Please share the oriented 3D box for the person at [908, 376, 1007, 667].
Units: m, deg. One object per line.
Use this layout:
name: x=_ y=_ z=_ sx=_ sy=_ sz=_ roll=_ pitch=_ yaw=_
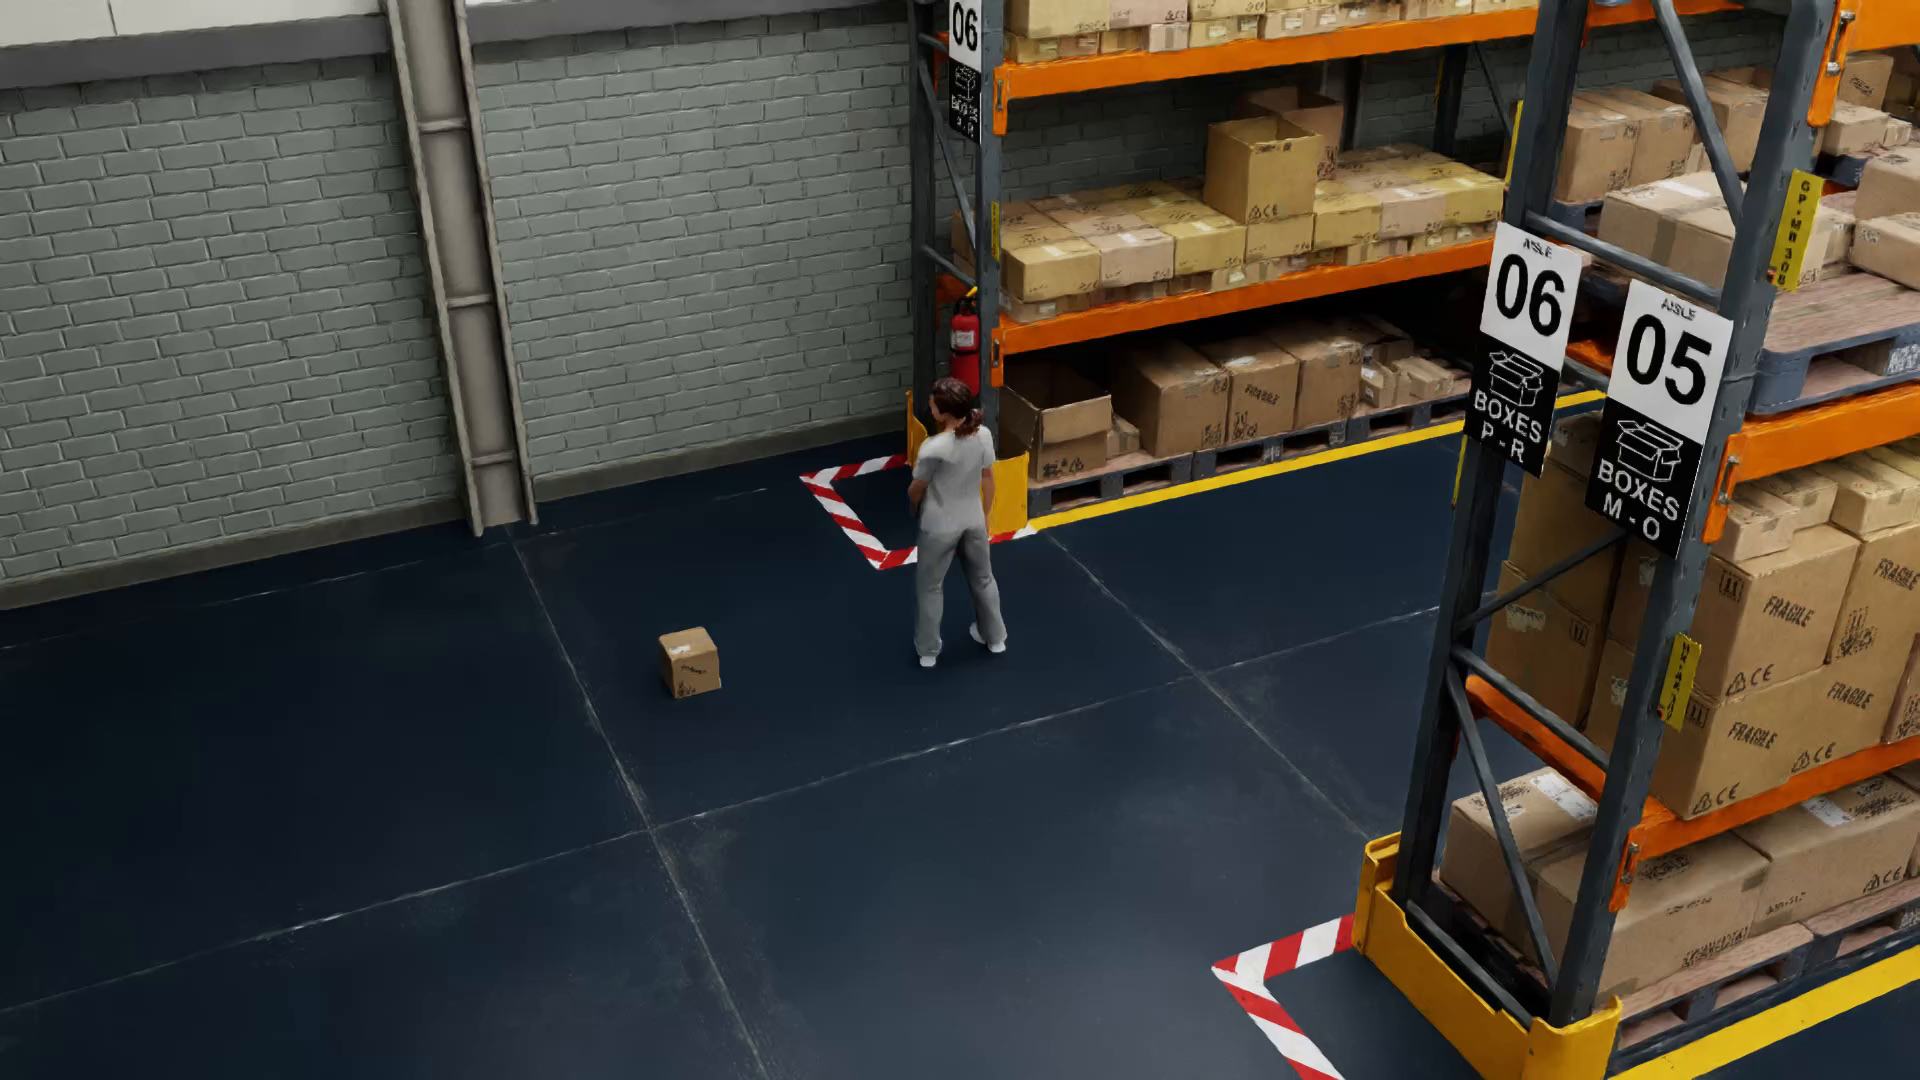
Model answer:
person: x=-0.039 y=-0.108 z=8.636 sx=0.549 sy=1.670 sz=0.426 roll=-19 pitch=35 yaw=-30
